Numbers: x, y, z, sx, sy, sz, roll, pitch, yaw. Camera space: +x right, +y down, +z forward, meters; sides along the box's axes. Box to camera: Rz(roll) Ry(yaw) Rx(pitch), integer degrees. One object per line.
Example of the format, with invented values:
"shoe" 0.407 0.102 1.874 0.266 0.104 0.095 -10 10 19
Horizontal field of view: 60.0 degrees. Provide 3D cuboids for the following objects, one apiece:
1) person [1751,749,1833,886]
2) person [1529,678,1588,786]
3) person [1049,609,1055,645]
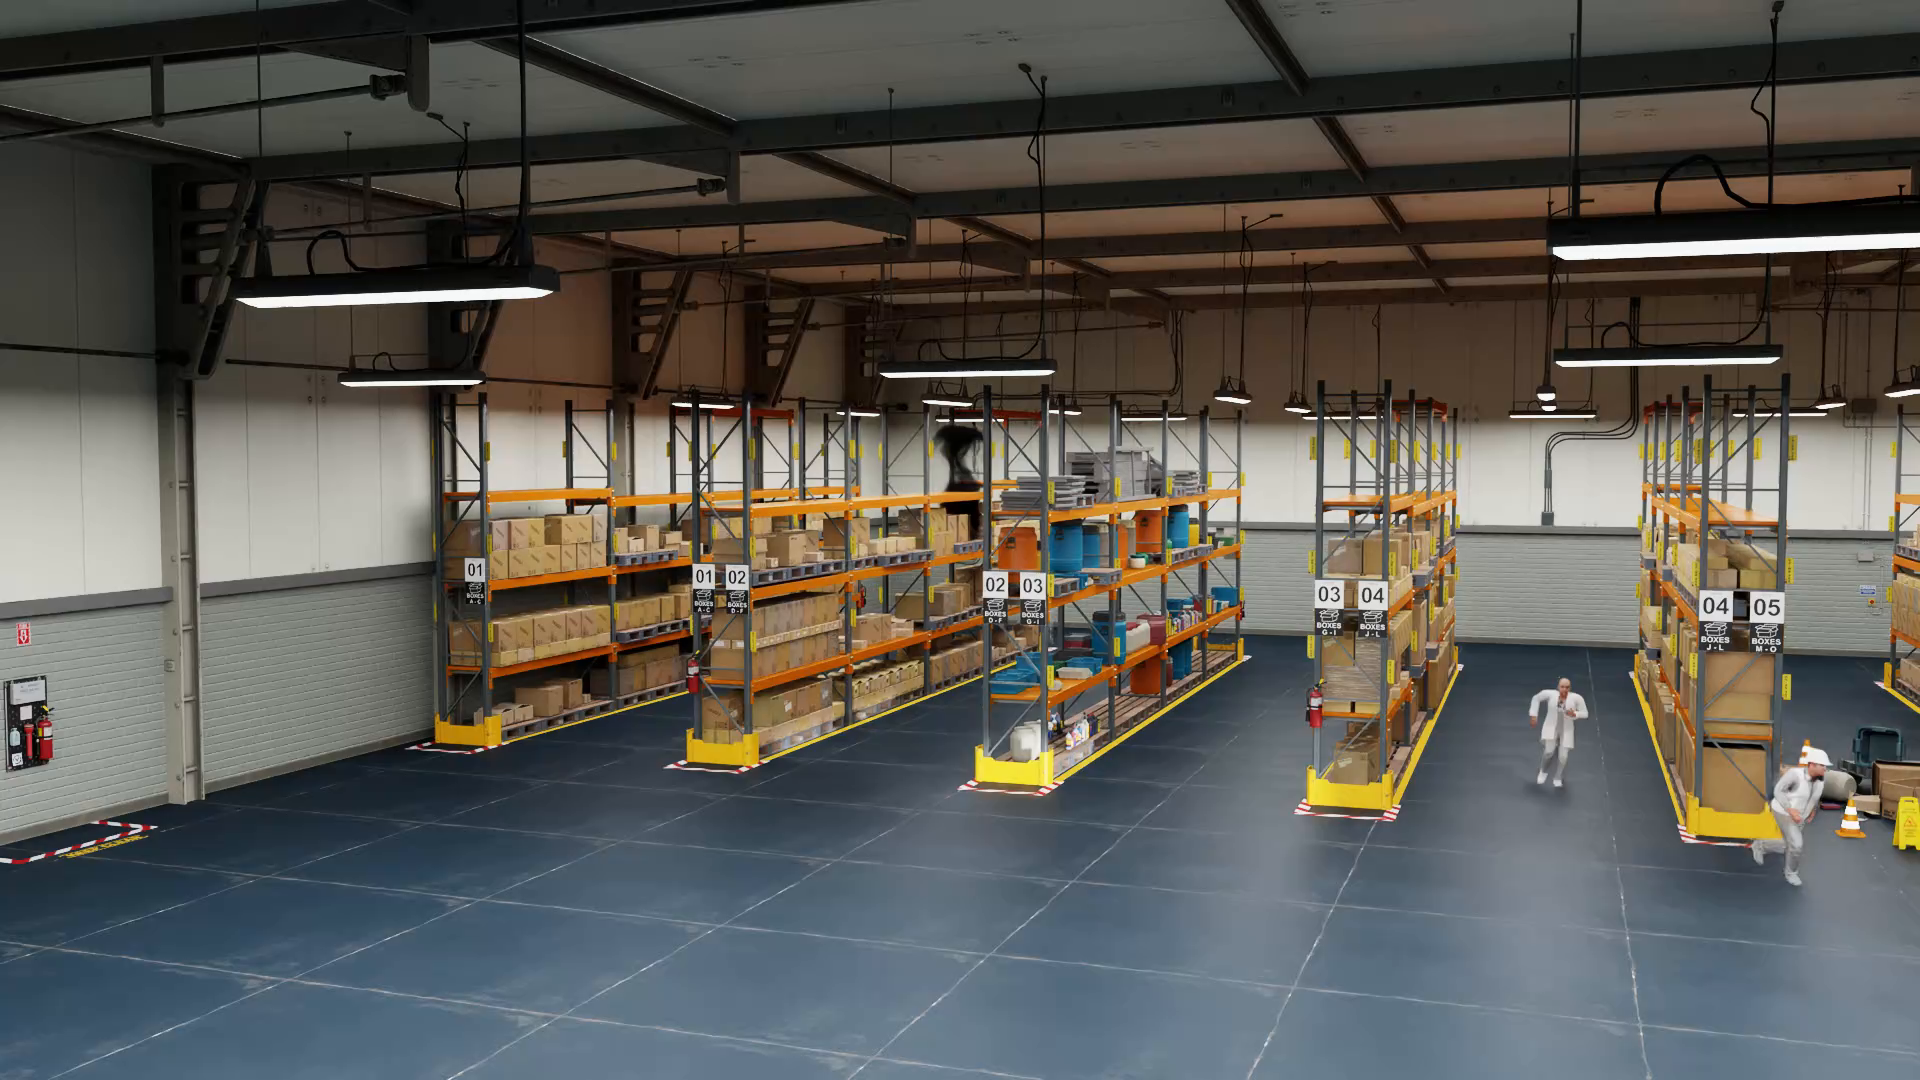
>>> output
"person" 9.685 3.182 19.383 0.666 1.614 1.052 -1 3 -20
"person" 8.931 2.879 24.808 0.797 1.693 0.774 1 3 13
"person" 2.136 1.872 43.315 0.592 1.725 0.800 -2 4 -31
